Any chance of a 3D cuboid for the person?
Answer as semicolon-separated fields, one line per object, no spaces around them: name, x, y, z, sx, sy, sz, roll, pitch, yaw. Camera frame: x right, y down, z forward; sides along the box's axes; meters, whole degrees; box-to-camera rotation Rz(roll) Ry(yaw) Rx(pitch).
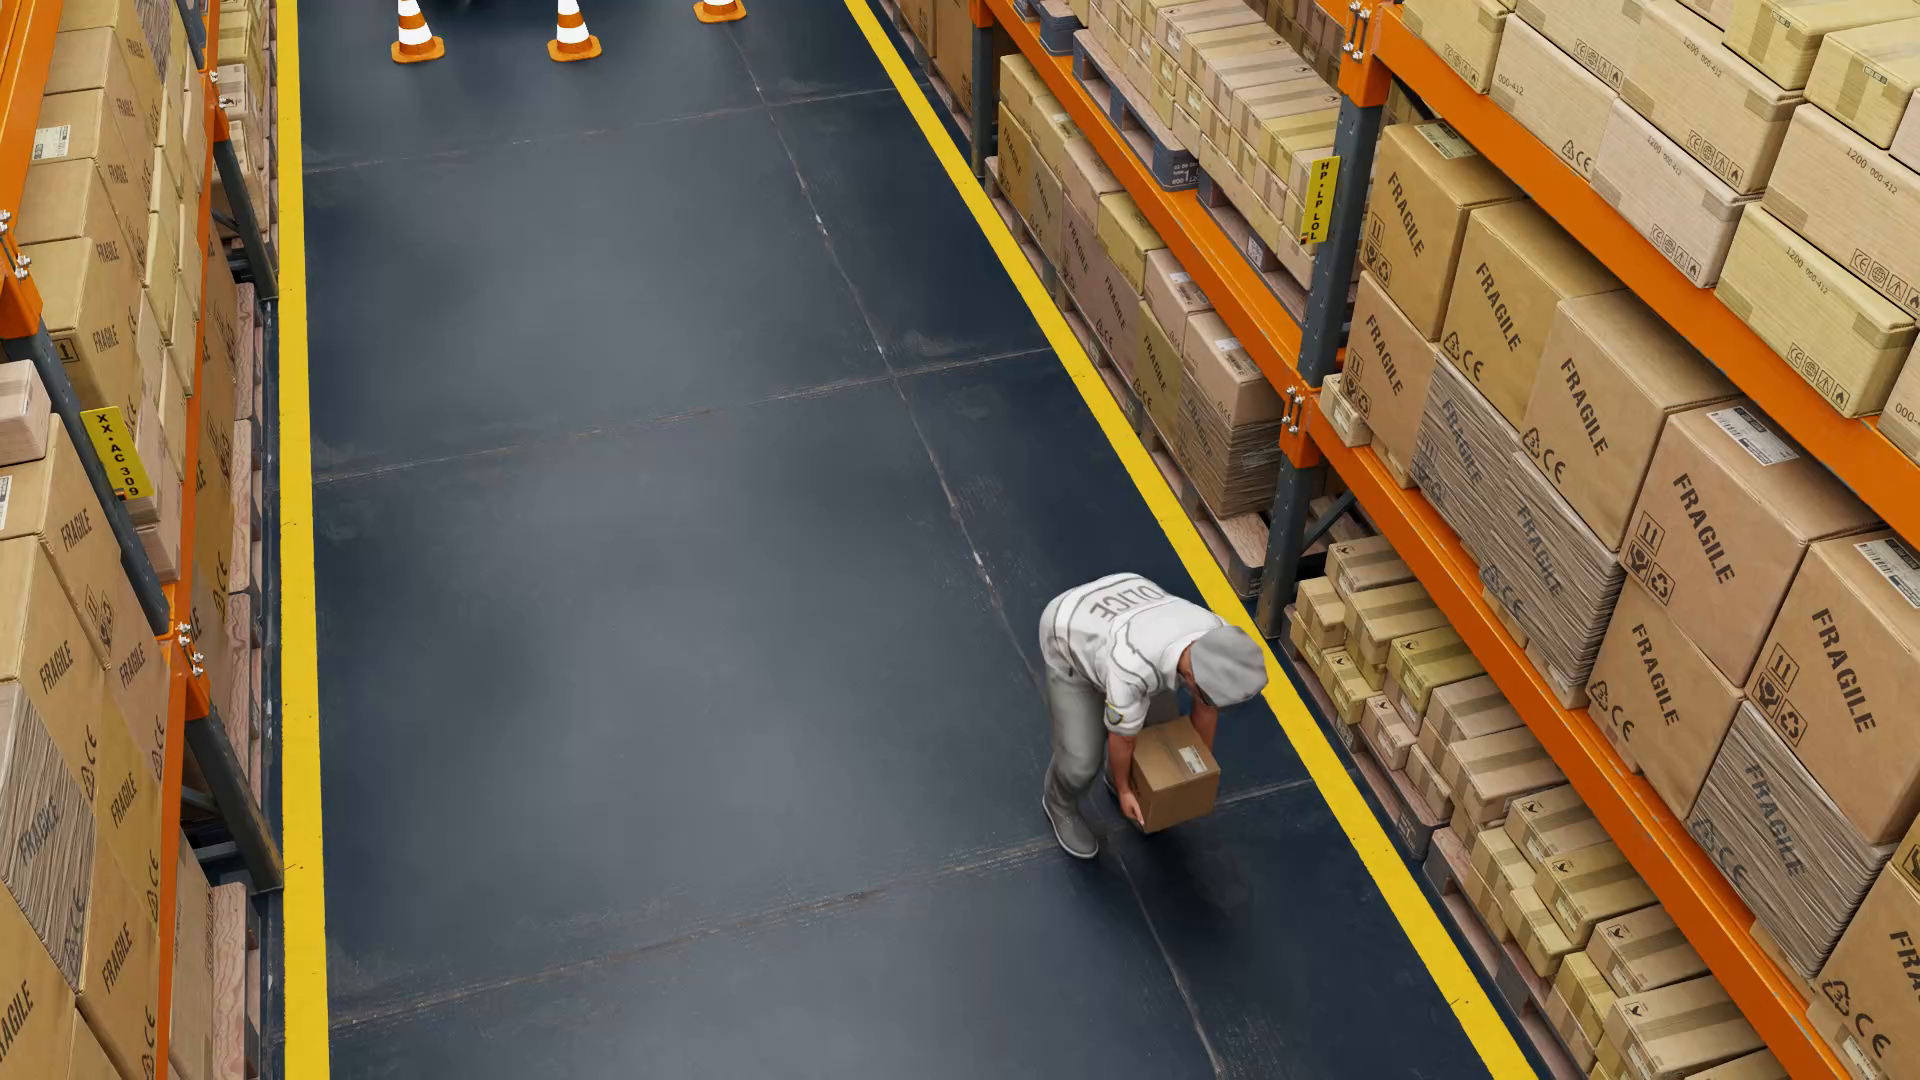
person;0.628;0.641;5.704;0.487;1.408;0.955;-20;46;-20
